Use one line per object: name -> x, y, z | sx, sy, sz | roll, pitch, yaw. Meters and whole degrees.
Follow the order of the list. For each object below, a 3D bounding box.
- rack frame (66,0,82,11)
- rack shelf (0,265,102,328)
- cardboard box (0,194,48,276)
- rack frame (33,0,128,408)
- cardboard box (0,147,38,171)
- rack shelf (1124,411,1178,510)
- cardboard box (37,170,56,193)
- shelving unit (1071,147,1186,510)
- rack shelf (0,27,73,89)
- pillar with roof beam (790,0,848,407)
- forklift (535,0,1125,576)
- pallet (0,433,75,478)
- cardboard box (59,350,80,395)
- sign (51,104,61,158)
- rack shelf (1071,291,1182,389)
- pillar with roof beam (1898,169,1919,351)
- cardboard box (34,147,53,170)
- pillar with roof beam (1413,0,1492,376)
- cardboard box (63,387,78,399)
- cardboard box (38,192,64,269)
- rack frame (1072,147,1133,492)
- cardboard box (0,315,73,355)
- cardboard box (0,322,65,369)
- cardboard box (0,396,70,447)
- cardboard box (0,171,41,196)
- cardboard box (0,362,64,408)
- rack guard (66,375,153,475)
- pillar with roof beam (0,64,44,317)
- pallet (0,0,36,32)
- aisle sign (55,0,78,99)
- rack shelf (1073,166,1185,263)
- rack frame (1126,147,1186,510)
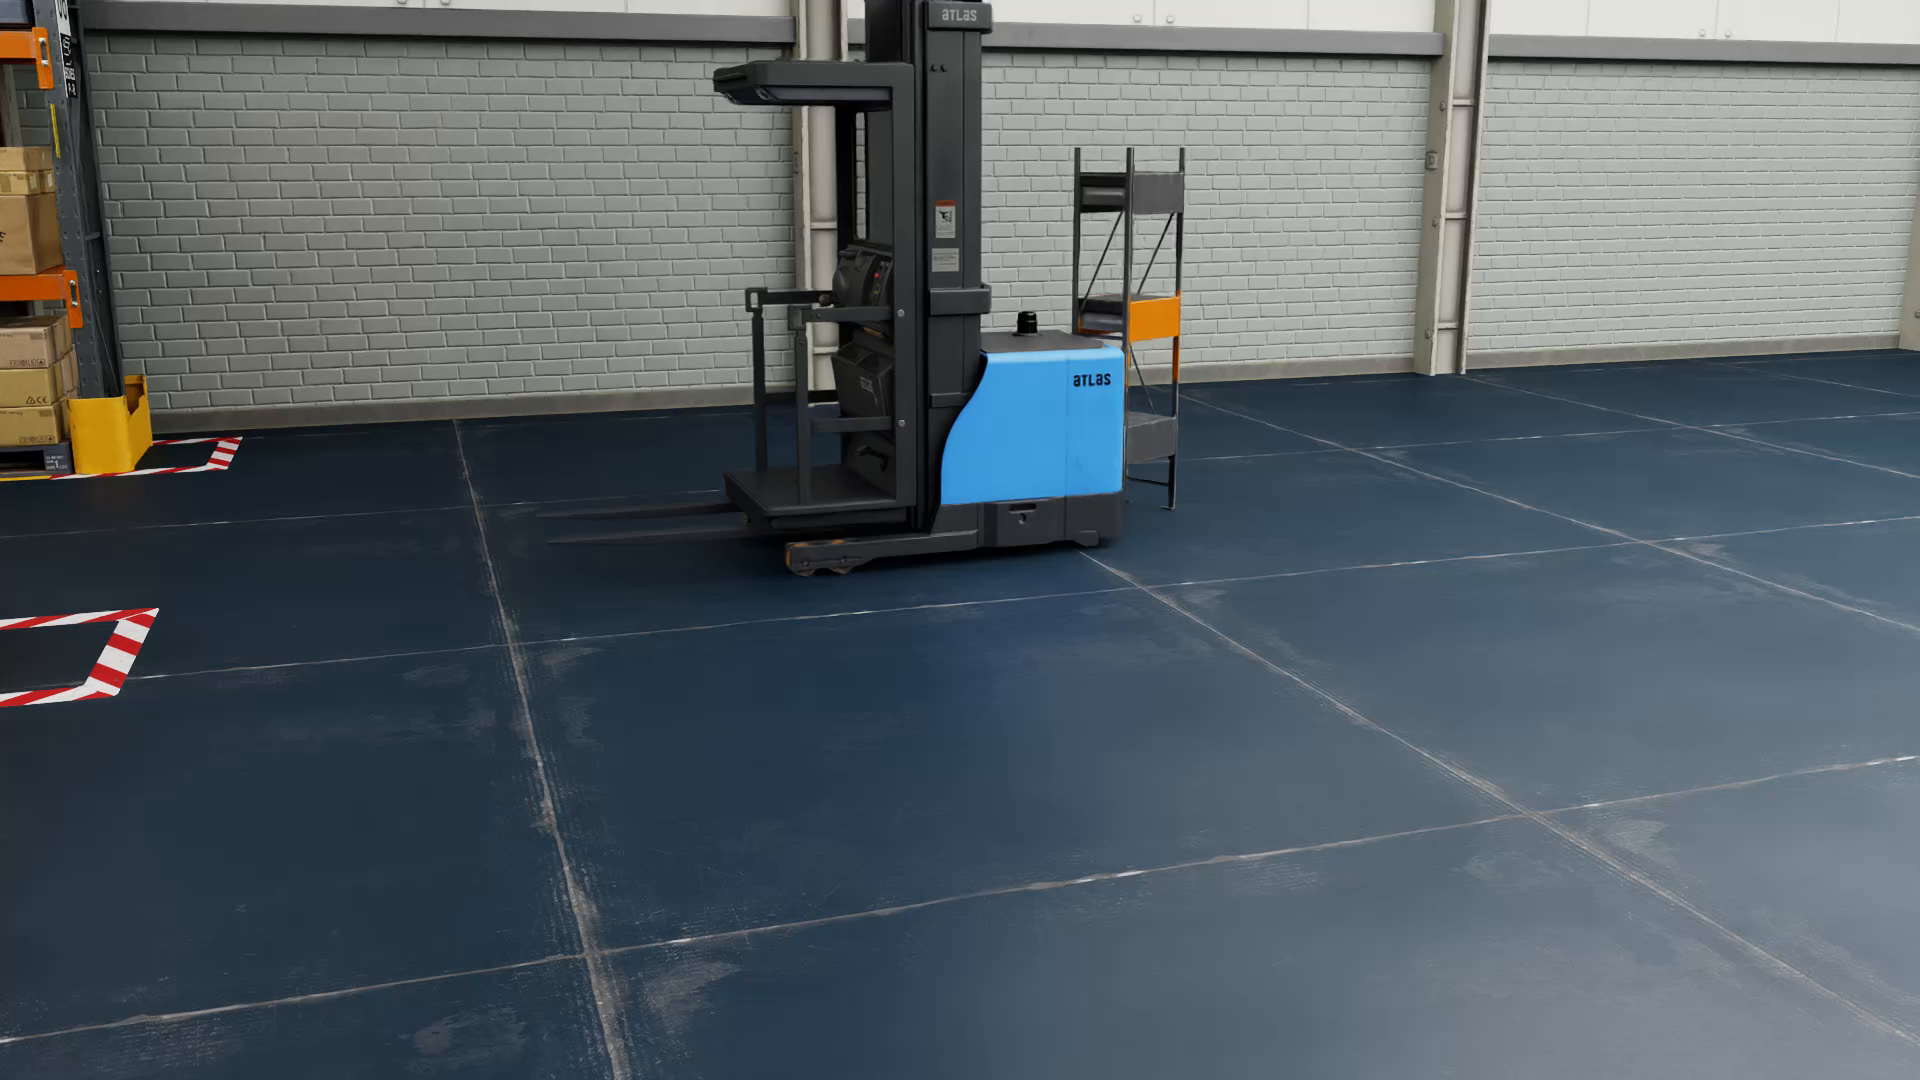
rack frame -> -5.866, -4.940, 10.466 | 0.127, 3.000, 1.000 | -4, 14, -18
rack shelf -> -7.762, -1.524, 10.623 | 4.000, 0.370, 1.077 | -4, 14, -18
cardboard box -> -6.249, -1.976, 10.754 | 0.500, 0.500, 0.500 | -5, 14, -19
rack frame -> -5.866, -2.022, 11.160 | 0.127, 3.000, 1.000 | -4, 14, -18
cardboard box -> -6.139, -2.458, 10.734 | 0.250, 0.149, 0.380 | -4, 14, -18
rack shelf -> 0.959, -0.495, 9.769 | 0.431, 0.518, 0.480 | 12, 18, 42
cardboard box -> -6.271, -2.418, 11.207 | 0.250, 0.149, 0.380 | -5, 14, -20
shelving unit -> 0.960, -1.189, 9.604 | 0.431, 2.100, 0.503 | 12, 18, 42
rack shelf -> -7.762, -2.983, 10.276 | 4.000, 0.370, 1.077 | -4, 14, -18
pillar with roof beam -> 0.246, -4.585, 8.973 | 0.400, 9.000, 9.100 | -4, 14, -18
forklift -> -0.690, -1.381, 8.615 | 3.031, 2.935, 1.130 | -5, 14, -18
pallet -> -6.578, -0.600, 11.207 | 1.213, 0.211, 1.003 | -4, 14, -18
cardboard box -> -6.378, -1.142, 11.417 | 0.500, 0.250, 0.500 | -4, 14, -17
sign -> -5.707, -2.580, 10.494 | 0.005, 0.325, 0.100 | -4, 14, -18
rack shelf -> 0.960, -1.176, 9.607 | 0.431, 0.518, 0.480 | 12, 18, 42
pillar with roof beam -> 11.619, -5.471, 12.696 | 0.400, 9.000, 9.100 | -4, 14, -18
cardboard box -> -6.253, -2.553, 11.132 | 0.250, 0.149, 0.380 | -5, 14, -19
pillar with roof beam -> 5.933, -5.028, 10.835 | 0.400, 9.000, 9.100 | -4, 14, -18
cardboard box -> -6.394, -0.895, 11.458 | 0.500, 0.250, 0.500 | -4, 14, -18
cardboard box -> -6.425, -2.095, 11.251 | 0.500, 0.500, 0.500 | -4, 14, -16
rack frame -> 0.792, -1.148, 9.431 | 0.400, 2.100, 0.015 | 12, 18, 42
cardboard box -> -6.382, -1.381, 11.339 | 0.500, 0.250, 0.500 | -5, 14, -19
cardboard box -> -6.203, -1.272, 10.883 | 0.500, 0.250, 0.500 | -4, 14, -16
cardboard box -> -6.211, -0.784, 10.993 | 0.500, 0.250, 0.500 | -4, 14, -18
cardboard box -> -6.106, -2.299, 10.707 | 0.250, 0.149, 0.380 | -4, 14, -17
cardboard box -> -6.228, -1.027, 10.933 | 0.500, 0.250, 0.500 | -5, 14, -19
rack guard -> -5.844, -0.807, 11.457 | 0.348, 0.500, 1.175 | -4, 14, -18
pillar with roof beam -> -5.441, -4.142, 7.111 | 0.400, 9.000, 9.100 | -4, 14, -18
pallet -> -6.545, -3.391, 10.628 | 1.213, 0.211, 1.003 | -4, 14, -18
aisle sign -> -5.710, -3.227, 10.609 | 0.004, 0.787, 0.394 | -4, 14, -18
rack shelf -> 0.960, -1.857, 9.445 | 0.431, 0.518, 0.480 | 12, 18, 42
rack frame -> 1.127, -1.230, 9.776 | 0.400, 2.100, 0.015 | 12, 18, 42
